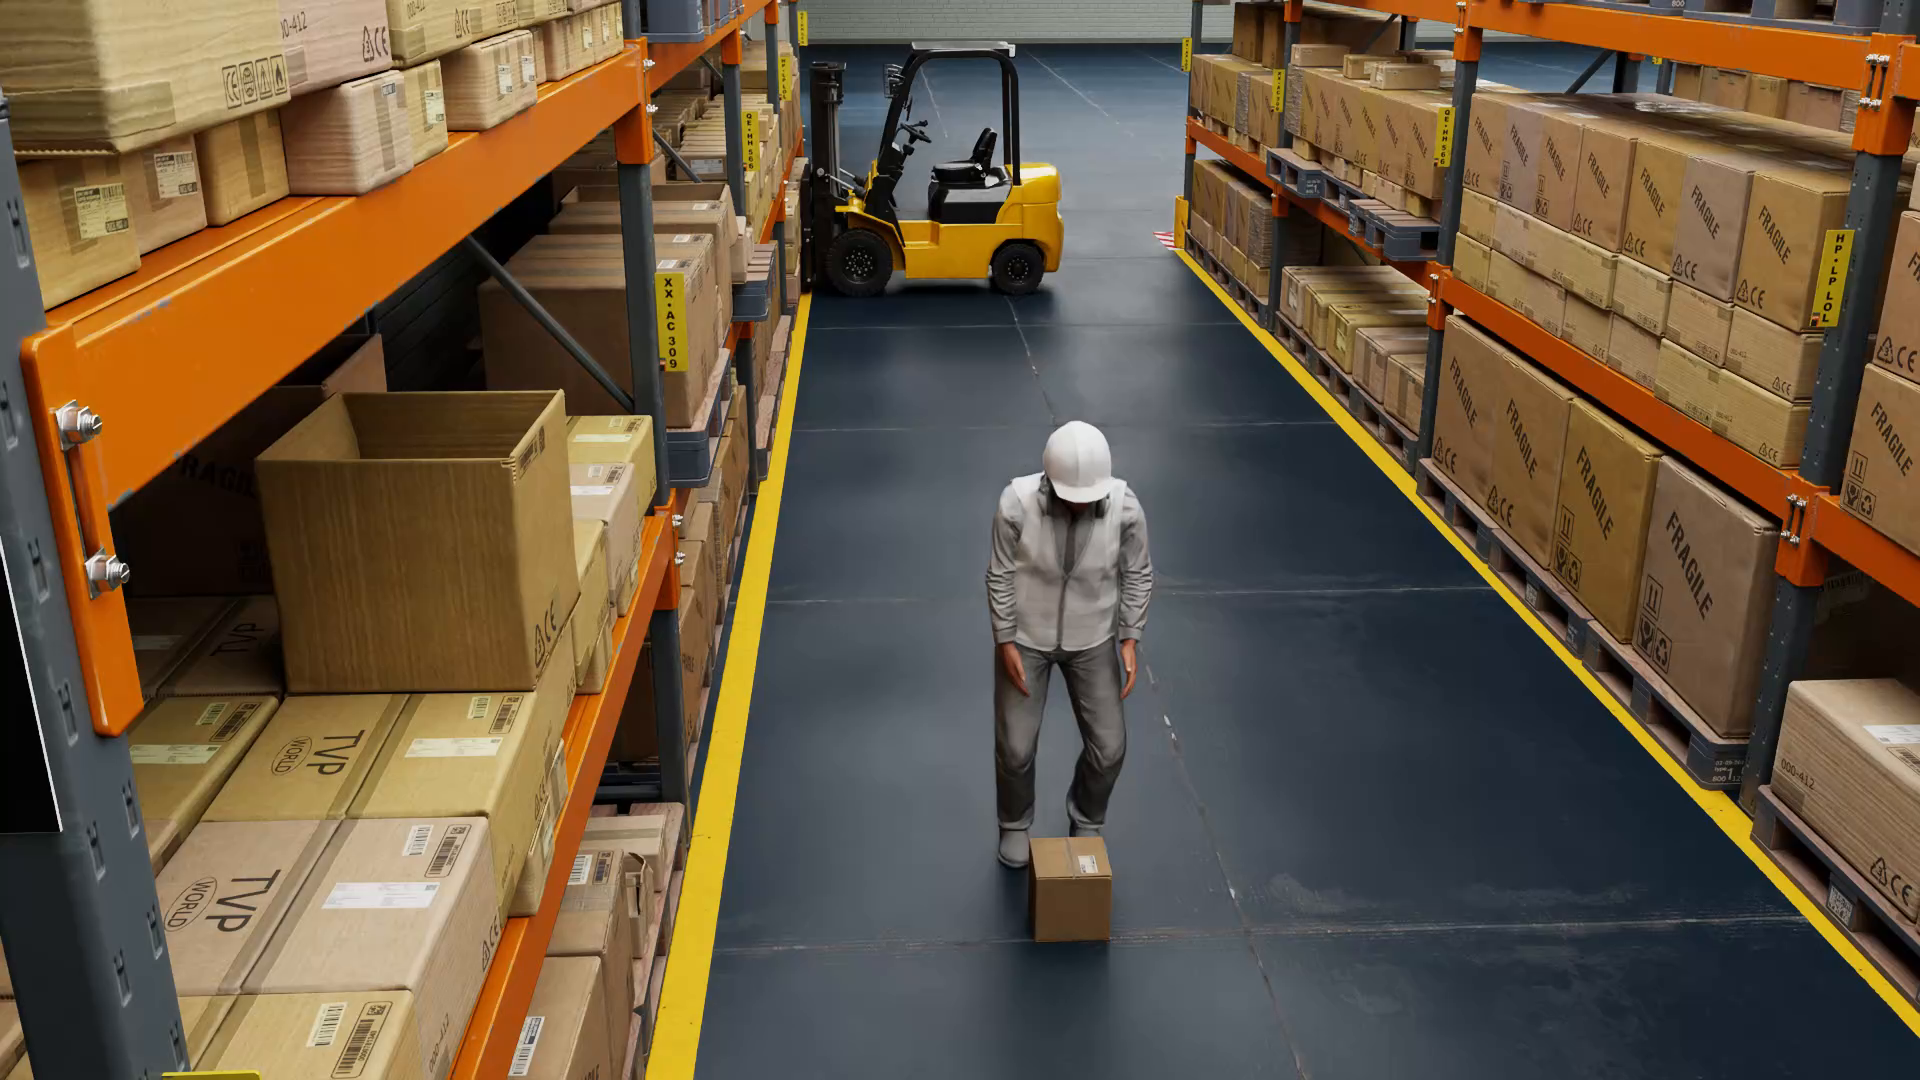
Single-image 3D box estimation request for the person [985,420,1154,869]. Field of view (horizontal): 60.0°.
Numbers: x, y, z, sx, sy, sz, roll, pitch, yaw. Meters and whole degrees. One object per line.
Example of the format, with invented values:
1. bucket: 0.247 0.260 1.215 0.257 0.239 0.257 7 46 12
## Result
1. person: 0.372 0.352 5.754 0.574 1.665 0.559 -1 20 -2
